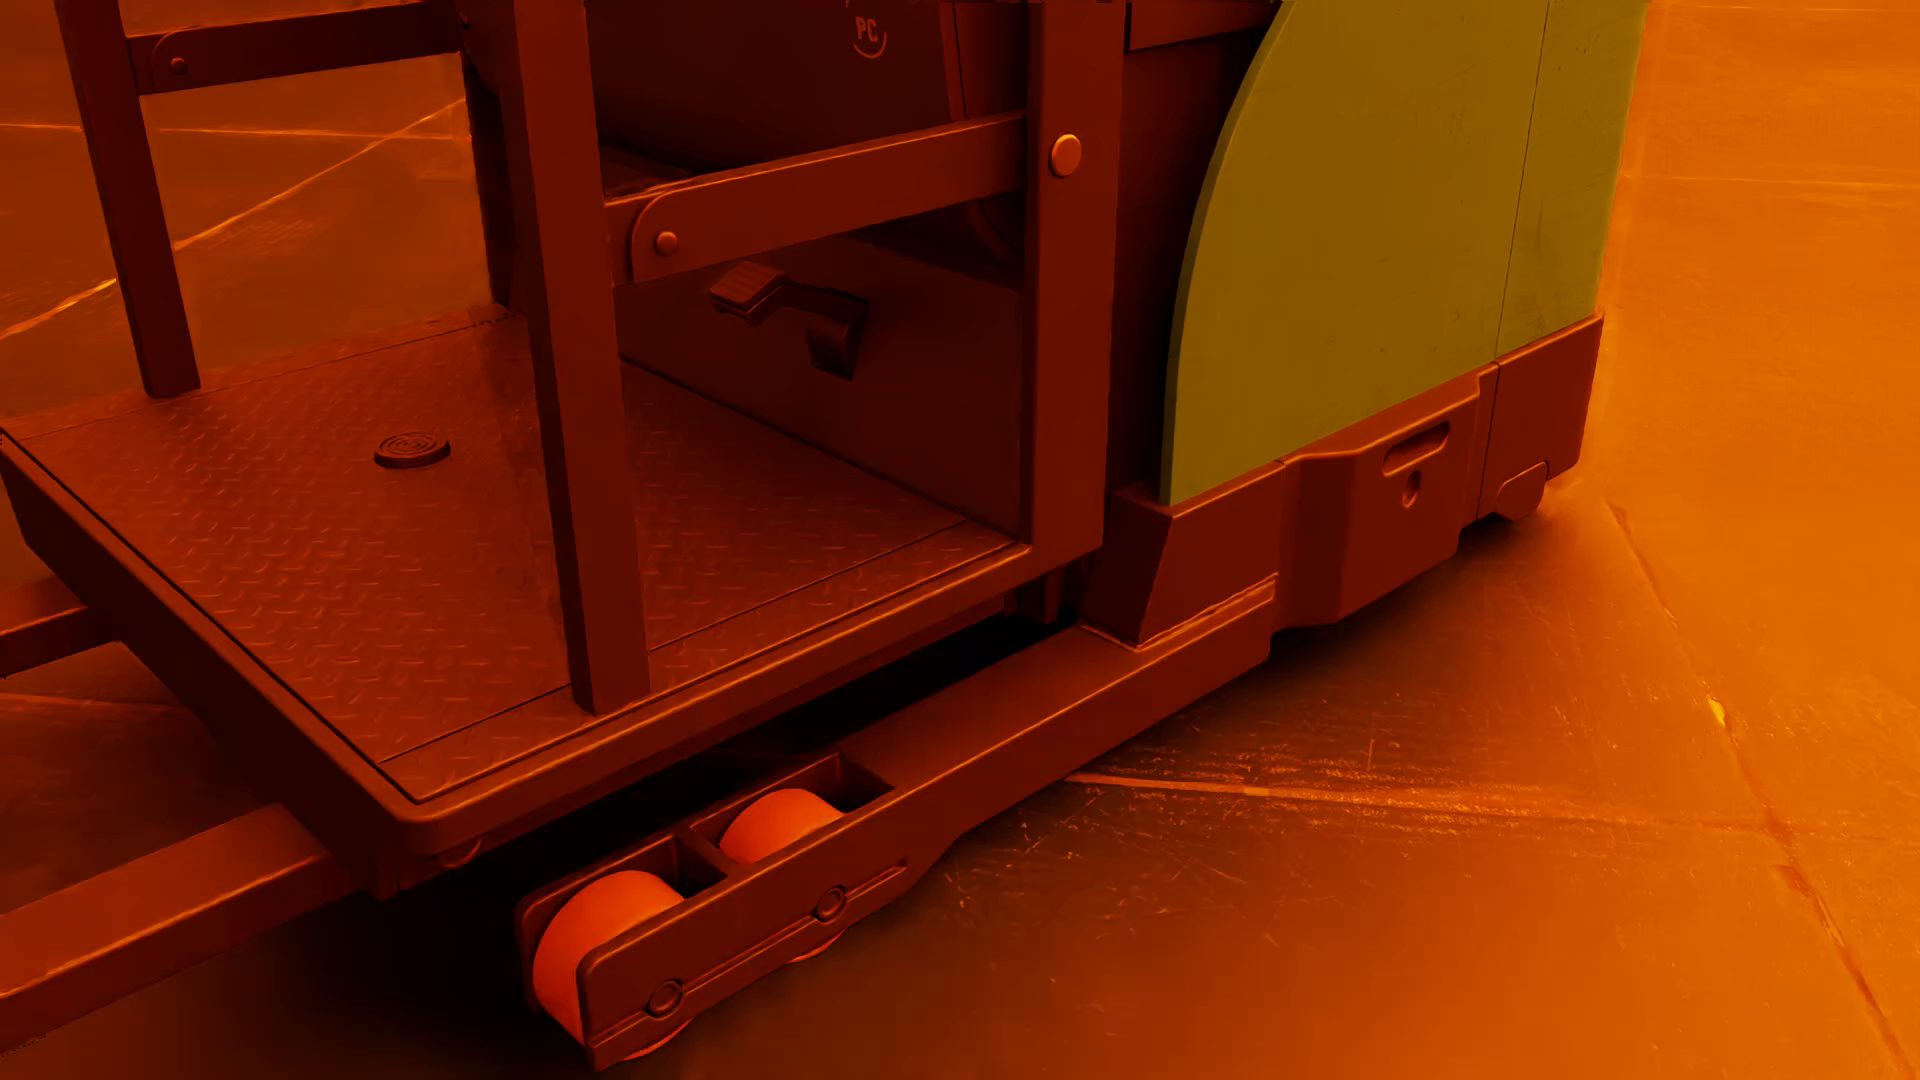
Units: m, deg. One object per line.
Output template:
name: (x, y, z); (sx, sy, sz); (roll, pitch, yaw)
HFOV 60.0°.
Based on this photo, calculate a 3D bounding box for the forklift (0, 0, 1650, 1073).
forklift: (-0.445, -1.095, 1.412); (3.031, 2.935, 1.130); (-23, 34, -38)
